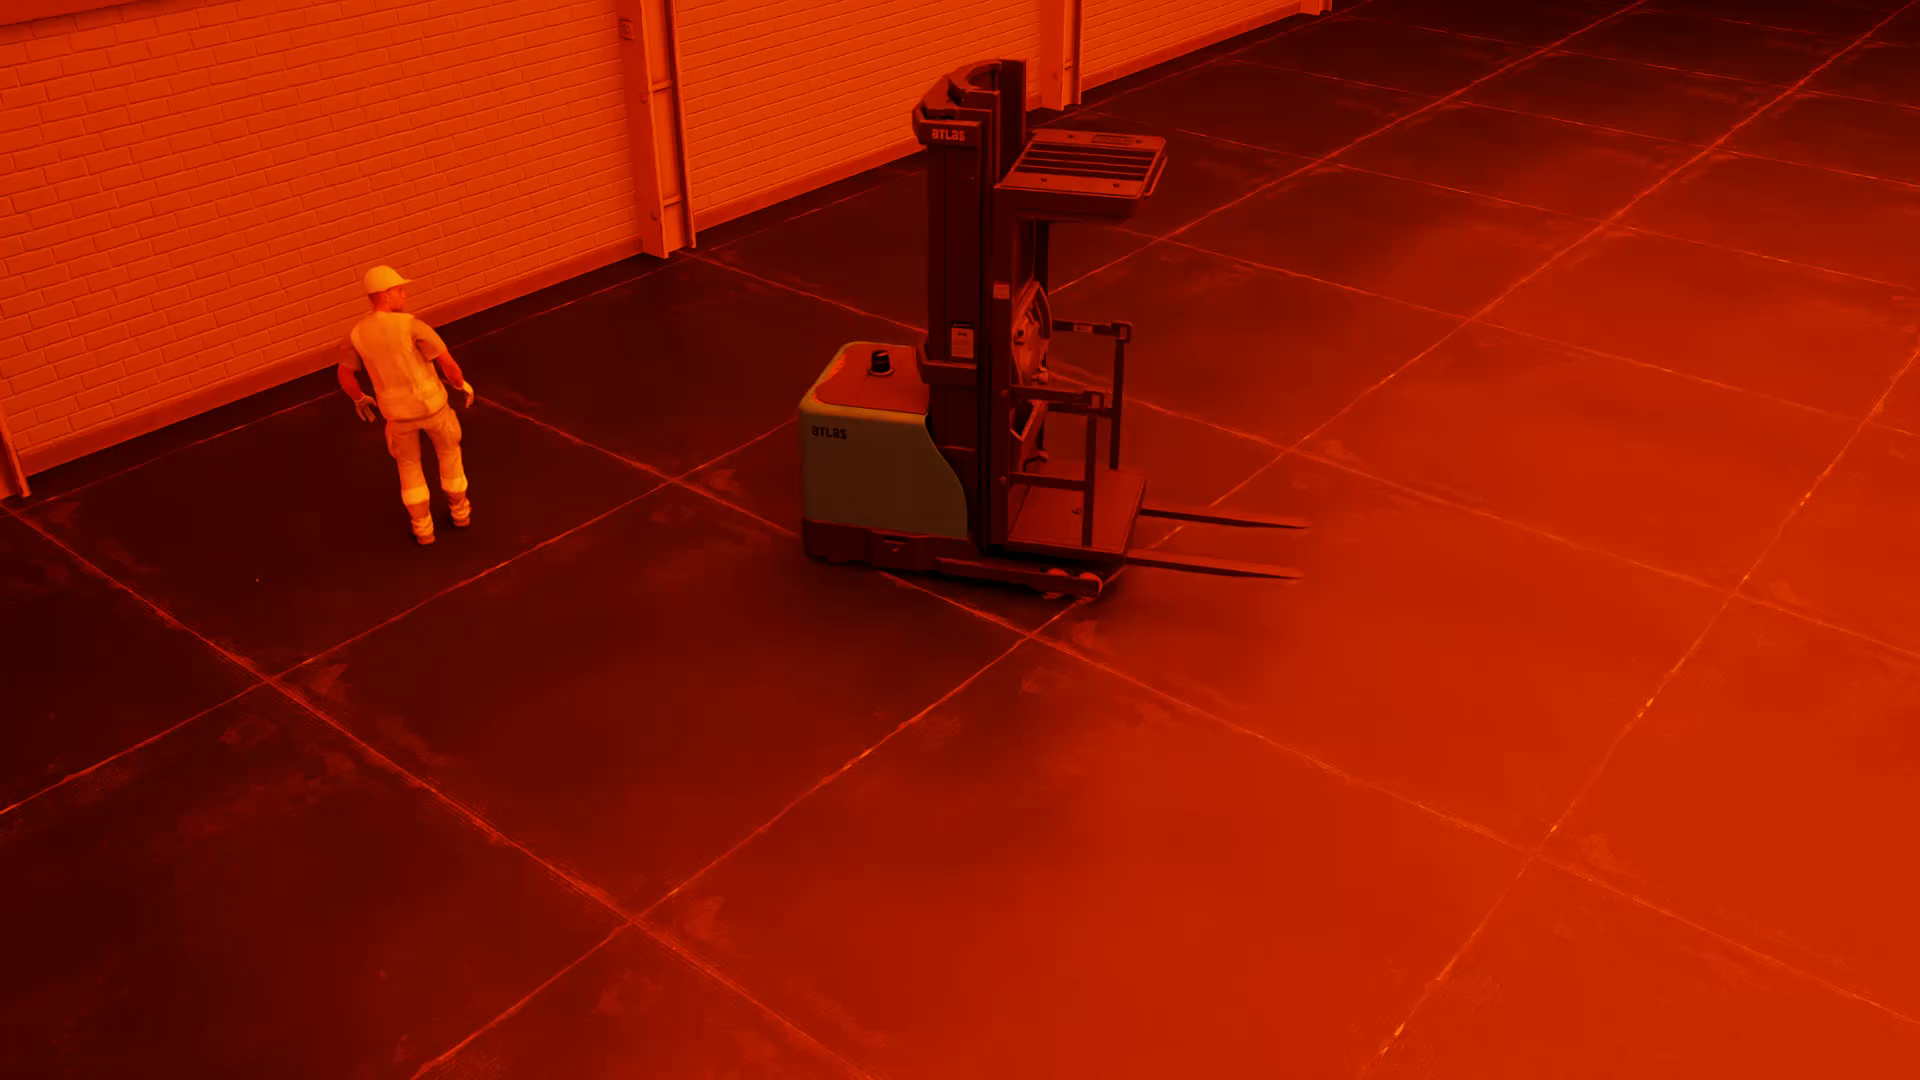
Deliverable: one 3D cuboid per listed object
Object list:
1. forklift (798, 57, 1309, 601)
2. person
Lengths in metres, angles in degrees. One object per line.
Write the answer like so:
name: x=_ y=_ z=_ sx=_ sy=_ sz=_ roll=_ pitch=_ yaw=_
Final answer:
forklift: x=0.603 y=-1.199 z=9.647 sx=3.031 sy=2.935 sz=1.130 roll=7 pitch=31 yaw=12
person: x=-3.362 y=-0.844 z=10.200 sx=0.757 sy=1.761 sz=0.506 roll=-4 pitch=31 yaw=-7
